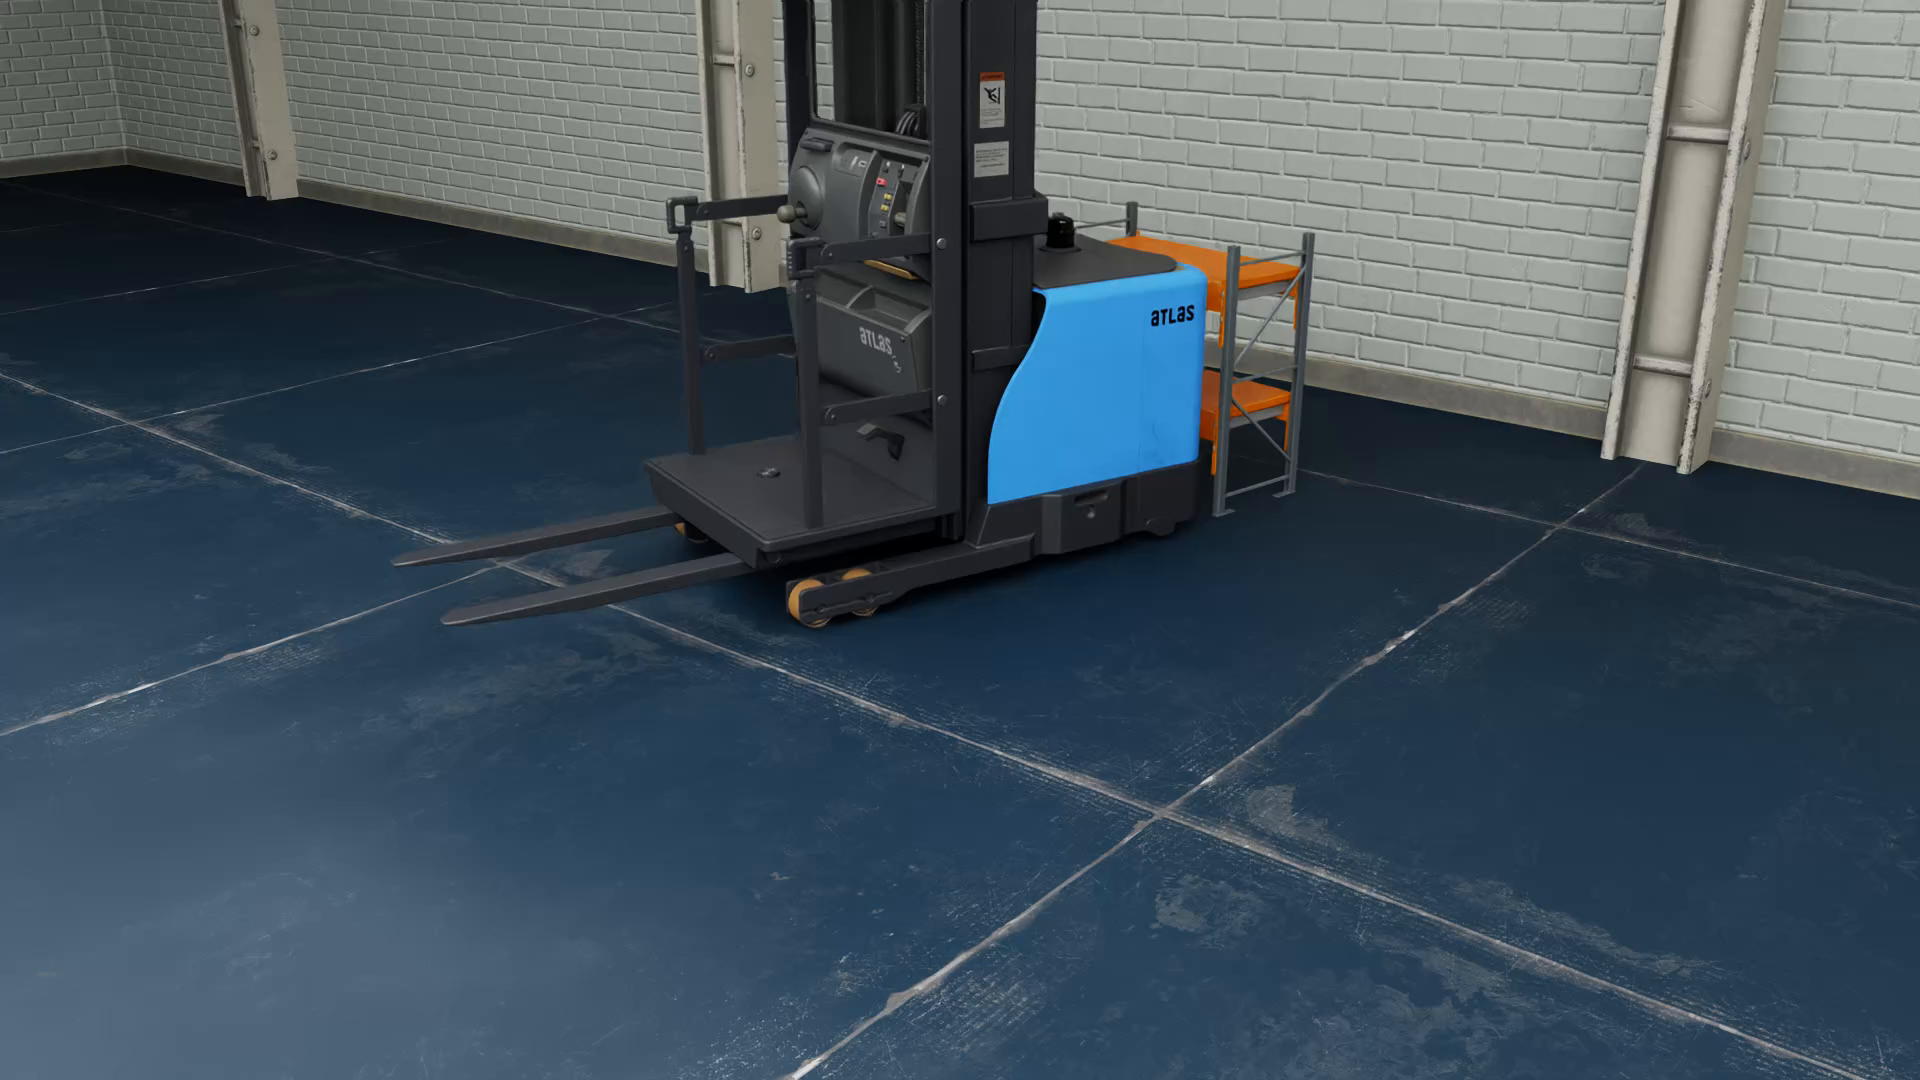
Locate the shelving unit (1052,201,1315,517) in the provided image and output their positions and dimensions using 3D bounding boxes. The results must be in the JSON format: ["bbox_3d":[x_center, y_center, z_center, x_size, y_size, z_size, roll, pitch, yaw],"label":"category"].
[{"bbox_3d":[0.930,-0.819,7.244,0.538,1.125,1.048,-16,26,-37],"label":"shelving unit"}]

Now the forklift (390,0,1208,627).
[{"bbox_3d":[-0.547,-1.276,5.899,3.031,2.935,1.130,-13,24,-30],"label":"forklift"}]

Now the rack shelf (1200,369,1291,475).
[{"bbox_3d":[0.929,-0.590,7.330,0.538,0.278,1.000,-16,26,-37],"label":"rack shelf"}]

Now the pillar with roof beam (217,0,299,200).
[{"bbox_3d":[-8.813,-6.090,10.064,0.400,9.000,9.100,16,26,36],"label":"pillar with roof beam"}]

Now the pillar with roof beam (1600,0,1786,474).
[{"bbox_3d":[0.484,-3.413,2.964,0.400,9.000,9.100,16,26,36],"label":"pillar with roof beam"}]

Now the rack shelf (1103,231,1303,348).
[{"bbox_3d":[0.930,-1.093,7.141,0.538,0.278,1.000,-16,26,-37],"label":"rack shelf"}]

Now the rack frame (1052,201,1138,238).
[{"bbox_3d":[0.605,-0.957,7.610,0.500,1.125,0.032,-16,26,-37],"label":"rack frame"}]

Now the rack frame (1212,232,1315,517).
[{"bbox_3d":[1.254,-0.681,6.877,0.500,1.125,0.032,-16,26,-37],"label":"rack frame"}]

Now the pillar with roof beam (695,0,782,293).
[{"bbox_3d":[-4.164,-4.751,6.514,0.400,9.000,9.100,16,26,36],"label":"pillar with roof beam"}]
